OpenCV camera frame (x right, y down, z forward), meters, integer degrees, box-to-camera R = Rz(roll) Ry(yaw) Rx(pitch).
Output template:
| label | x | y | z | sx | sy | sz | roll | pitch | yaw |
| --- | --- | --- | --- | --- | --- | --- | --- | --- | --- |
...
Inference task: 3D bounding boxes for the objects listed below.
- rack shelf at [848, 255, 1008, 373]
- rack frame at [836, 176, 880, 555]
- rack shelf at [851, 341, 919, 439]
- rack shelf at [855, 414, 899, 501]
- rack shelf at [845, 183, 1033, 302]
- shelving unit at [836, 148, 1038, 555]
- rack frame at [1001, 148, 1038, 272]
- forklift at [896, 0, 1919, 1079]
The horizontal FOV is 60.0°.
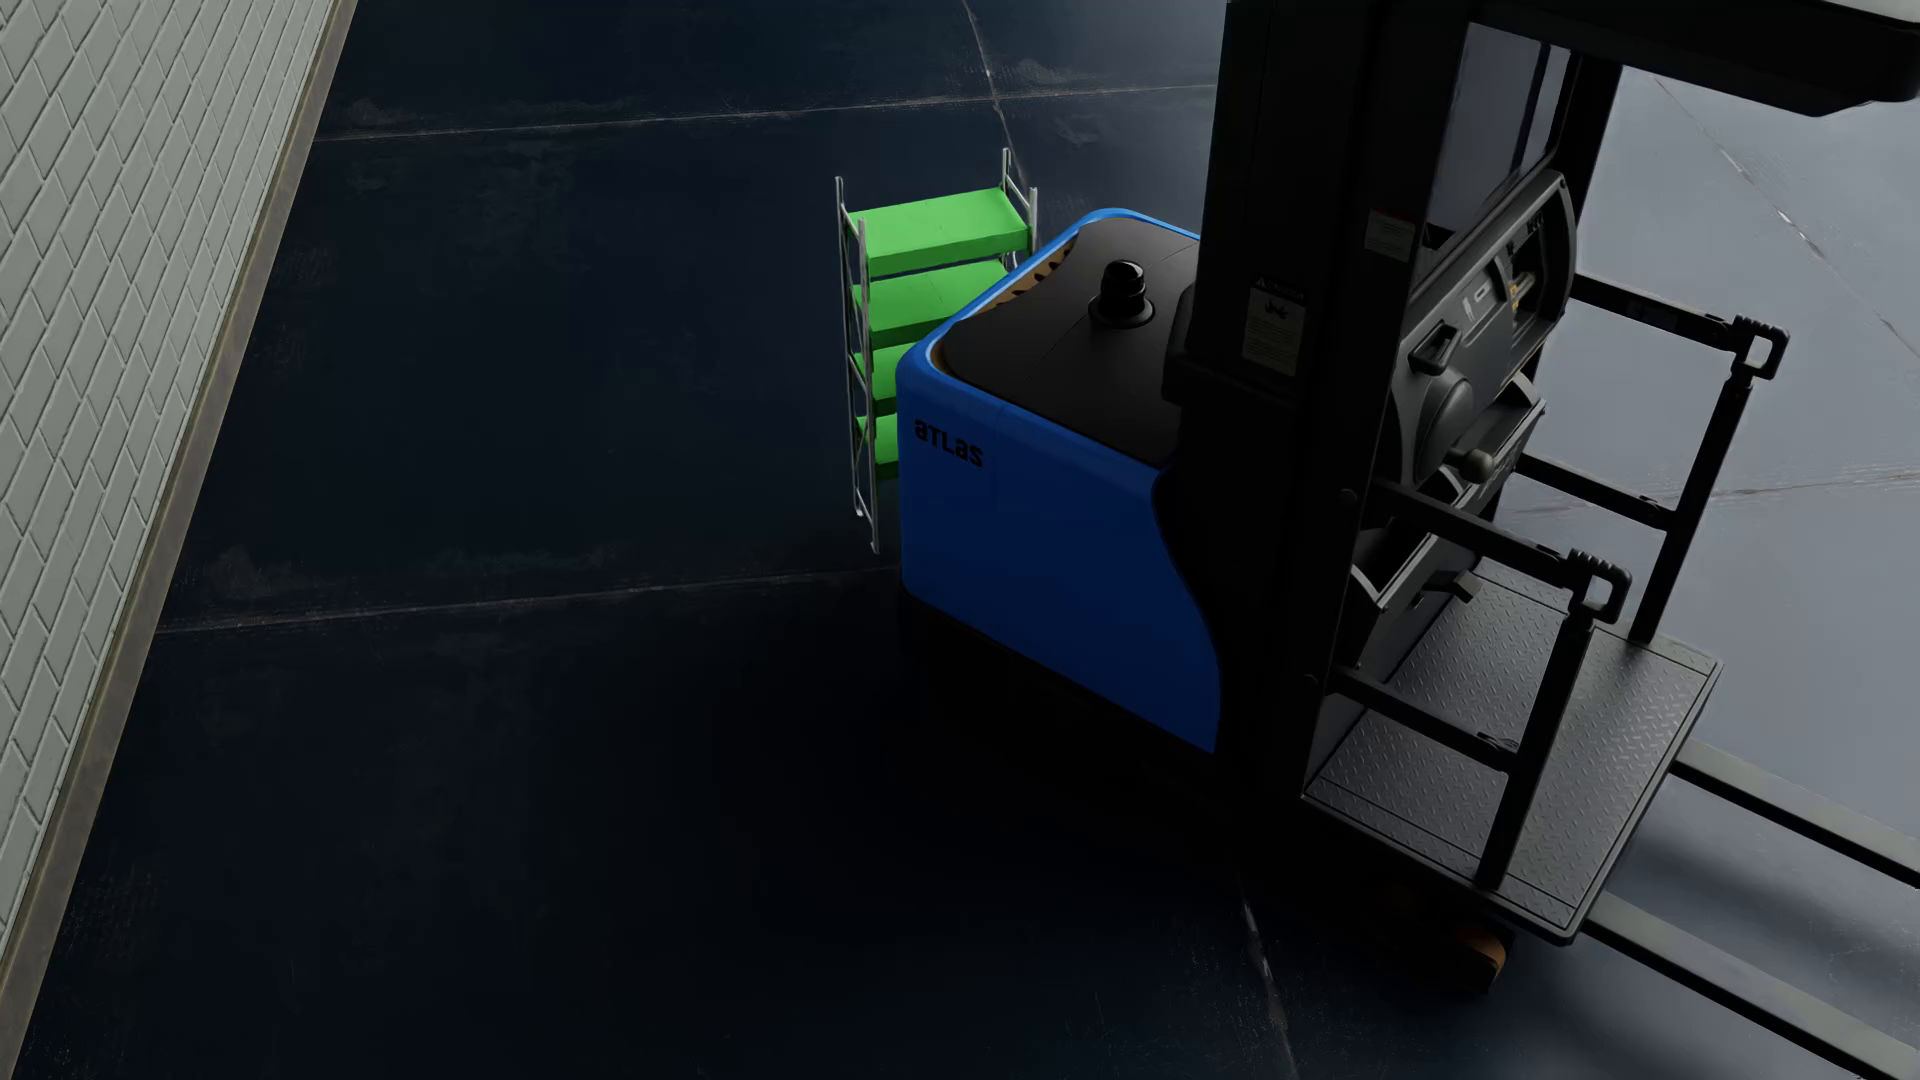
| label | x | y | z | sx | sy | sz | roll | pitch | yaw |
| --- | --- | --- | --- | --- | --- | --- | --- | --- | --- |
| rack shelf | -0.066 | -0.660 | 4.823 | 0.480 | 0.148 | 0.258 | -13 | 44 | -14 |
| rack frame | -0.297 | -0.477 | 4.883 | 0.015 | 1.200 | 0.240 | -13 | 44 | -14 |
| rack shelf | -0.066 | -0.482 | 4.984 | 0.480 | 0.148 | 0.258 | -13 | 44 | -14 |
| rack shelf | -0.066 | -0.303 | 5.144 | 0.480 | 0.148 | 0.258 | -13 | 44 | -14 |
| rack shelf | -0.066 | -0.838 | 4.662 | 0.480 | 0.148 | 0.258 | -13 | 44 | -14 |
| shelving unit | -0.066 | -0.529 | 4.941 | 0.503 | 1.200 | 0.258 | -13 | 44 | -14 |
| rack frame | 0.166 | -0.582 | 4.999 | 0.015 | 1.200 | 0.240 | -13 | 44 | -14 |
| forklift | 1.306 | -0.407 | 3.513 | 3.031 | 2.935 | 1.130 | 27 | 48 | 26 |
